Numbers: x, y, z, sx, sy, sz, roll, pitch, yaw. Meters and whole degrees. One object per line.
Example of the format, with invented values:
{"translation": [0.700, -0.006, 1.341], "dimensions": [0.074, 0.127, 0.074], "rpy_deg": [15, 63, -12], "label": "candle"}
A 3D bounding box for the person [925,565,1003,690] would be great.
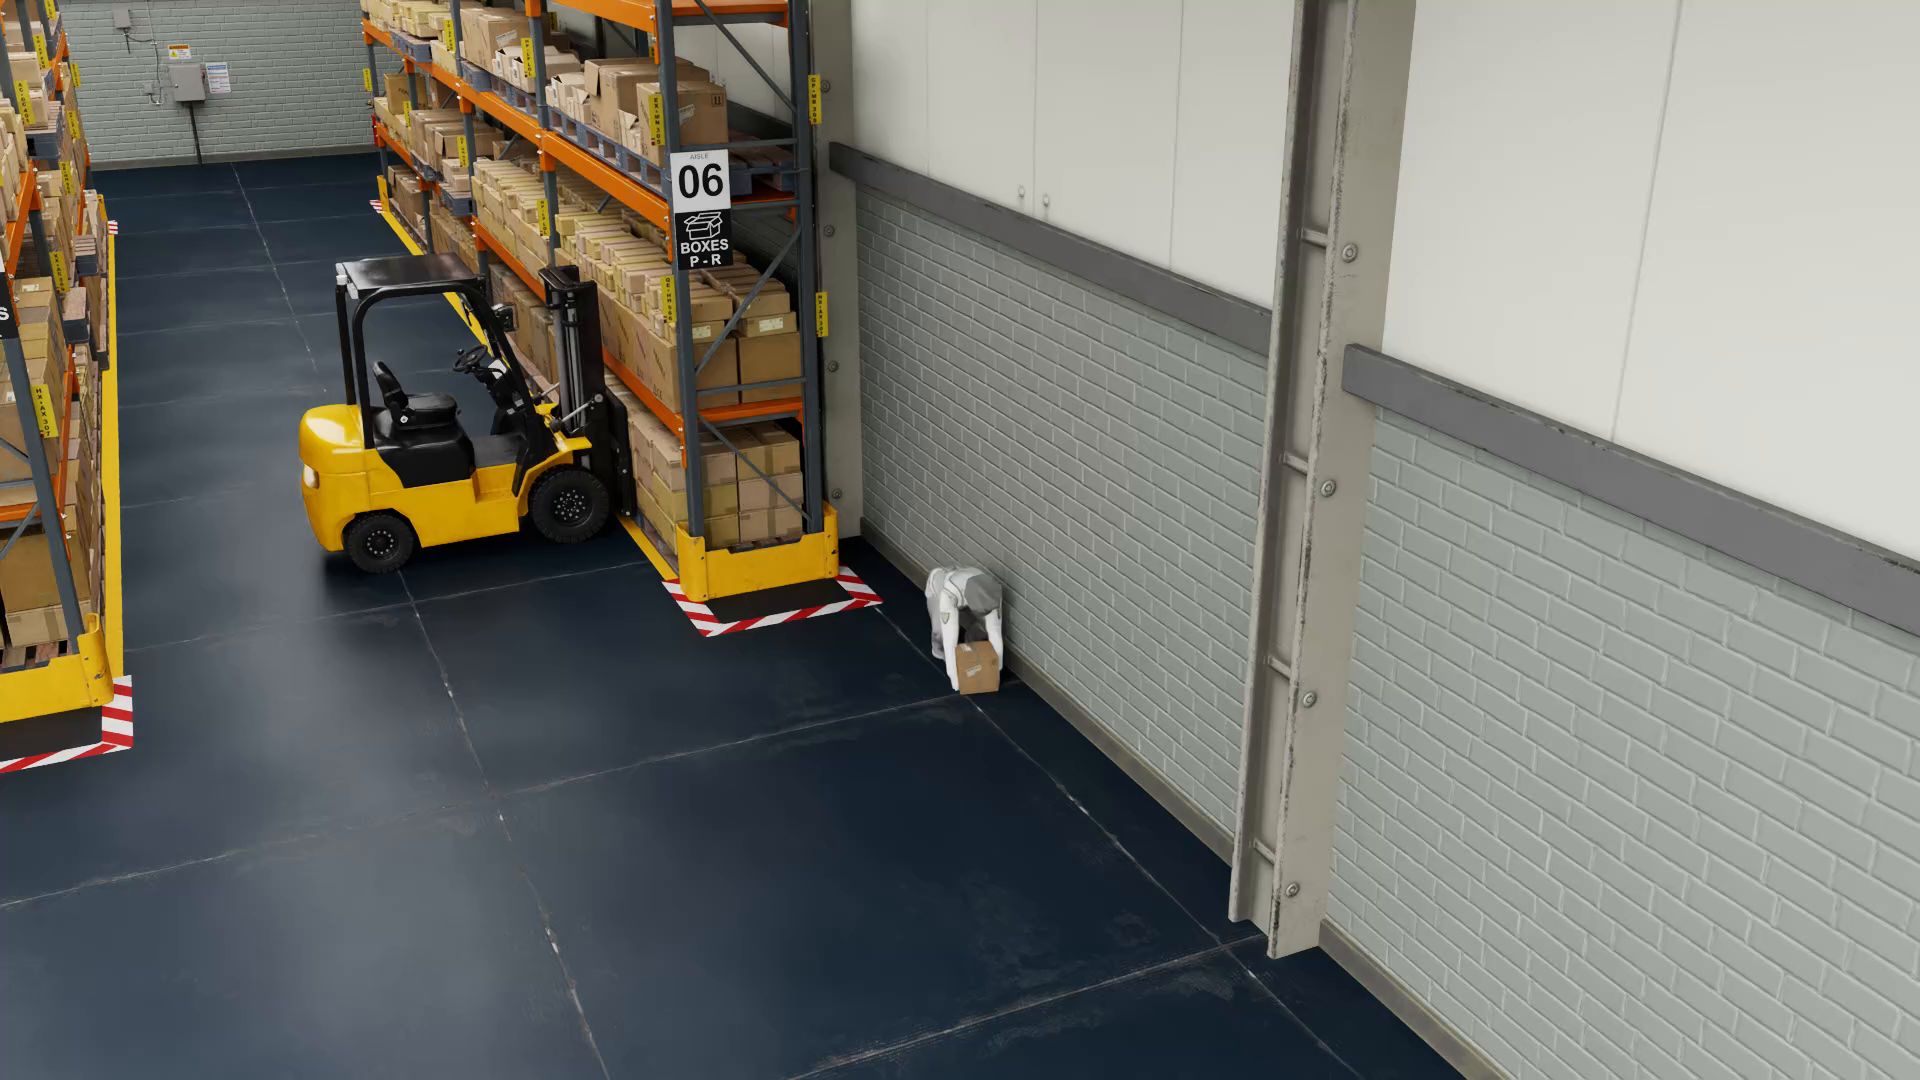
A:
{"translation": [0.035, 0.502, 11.067], "dimensions": [0.473, 0.832, 0.893], "rpy_deg": [-5, 23, -12], "label": "person"}
